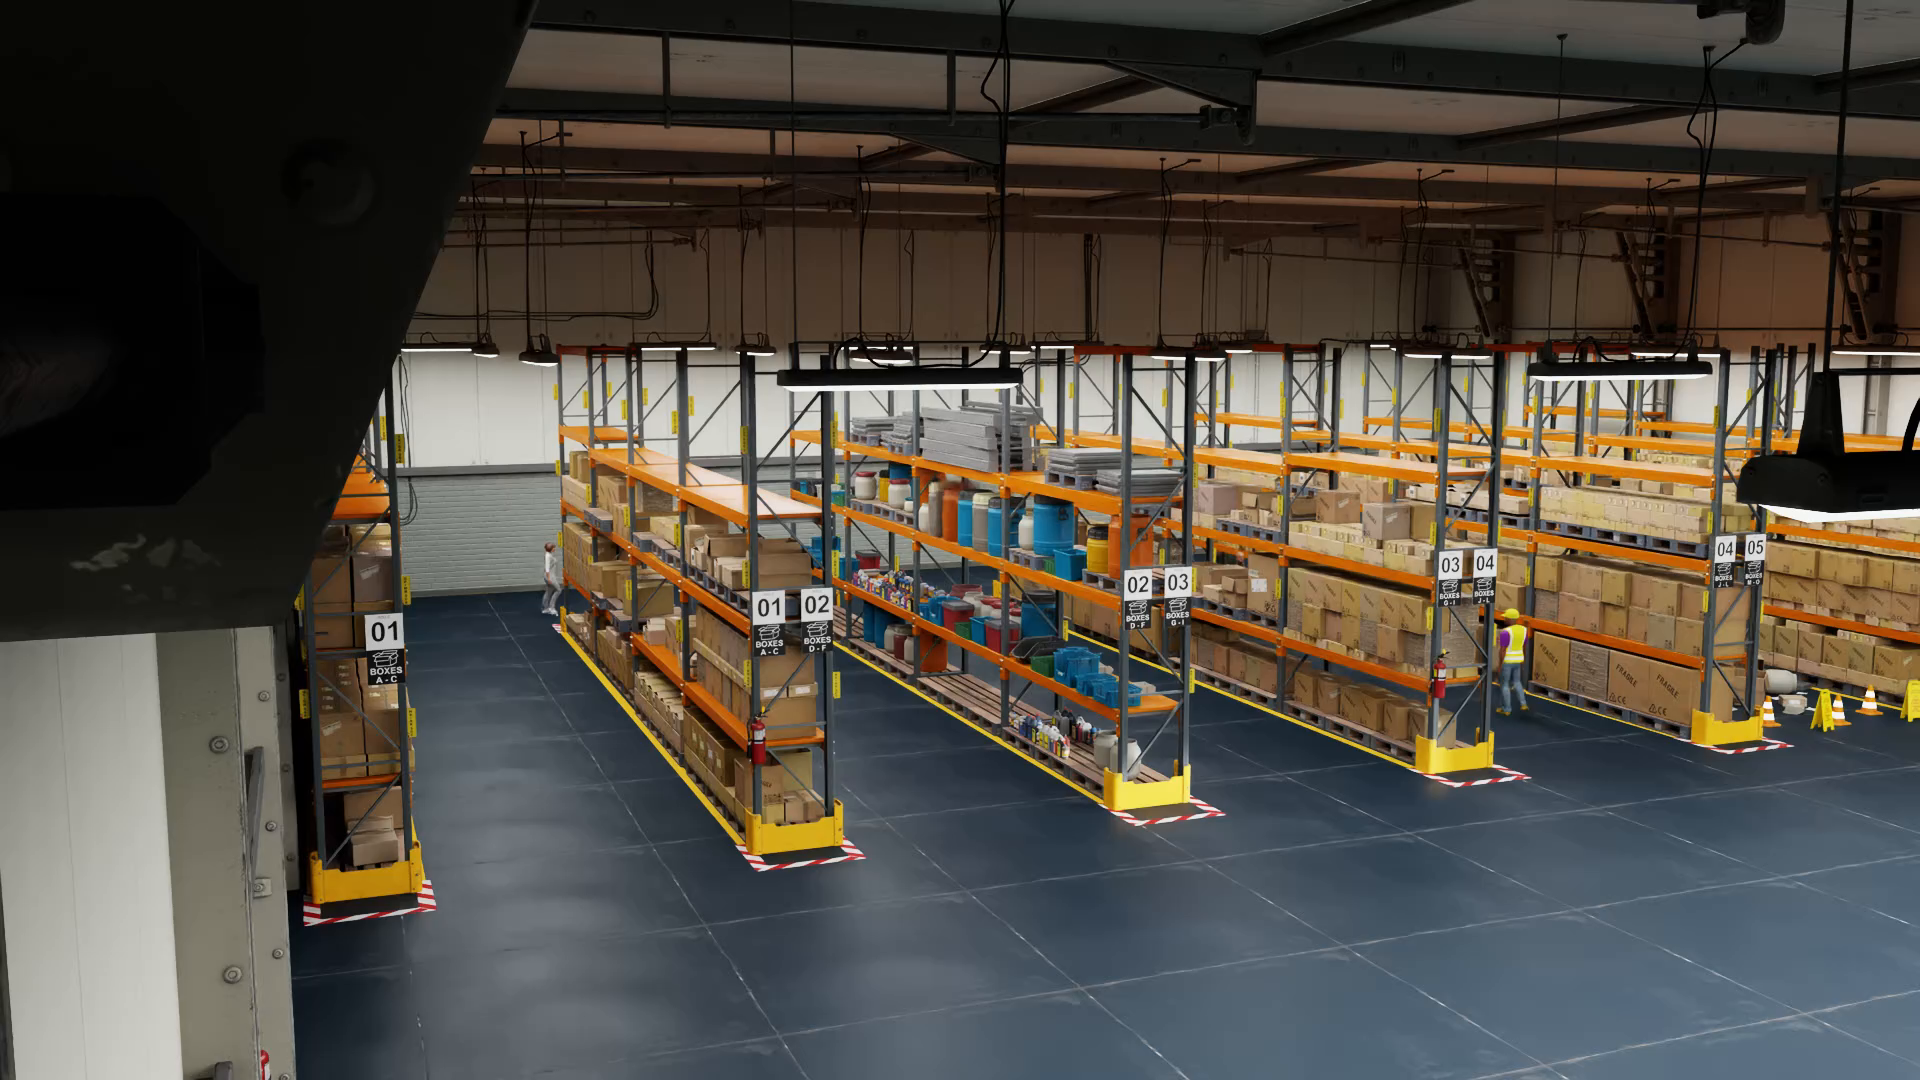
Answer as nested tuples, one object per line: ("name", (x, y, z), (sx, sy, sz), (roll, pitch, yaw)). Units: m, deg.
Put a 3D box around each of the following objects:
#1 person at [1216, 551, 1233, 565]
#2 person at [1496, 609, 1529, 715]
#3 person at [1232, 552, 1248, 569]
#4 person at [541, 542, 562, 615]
("person", (6.501, 0.168, 41.725), (1.167, 1.723, 0.539), (-1, 7, -8))
("person", (9.055, 2.005, 27.283), (0.574, 1.764, 0.535), (-3, 8, -19))
("person", (5.862, 1.079, 34.724), (0.621, 1.661, 1.069), (-2, 8, -18))
("person", (-9.095, 0.857, 36.924), (0.448, 1.625, 0.435), (-3, 8, -20))
